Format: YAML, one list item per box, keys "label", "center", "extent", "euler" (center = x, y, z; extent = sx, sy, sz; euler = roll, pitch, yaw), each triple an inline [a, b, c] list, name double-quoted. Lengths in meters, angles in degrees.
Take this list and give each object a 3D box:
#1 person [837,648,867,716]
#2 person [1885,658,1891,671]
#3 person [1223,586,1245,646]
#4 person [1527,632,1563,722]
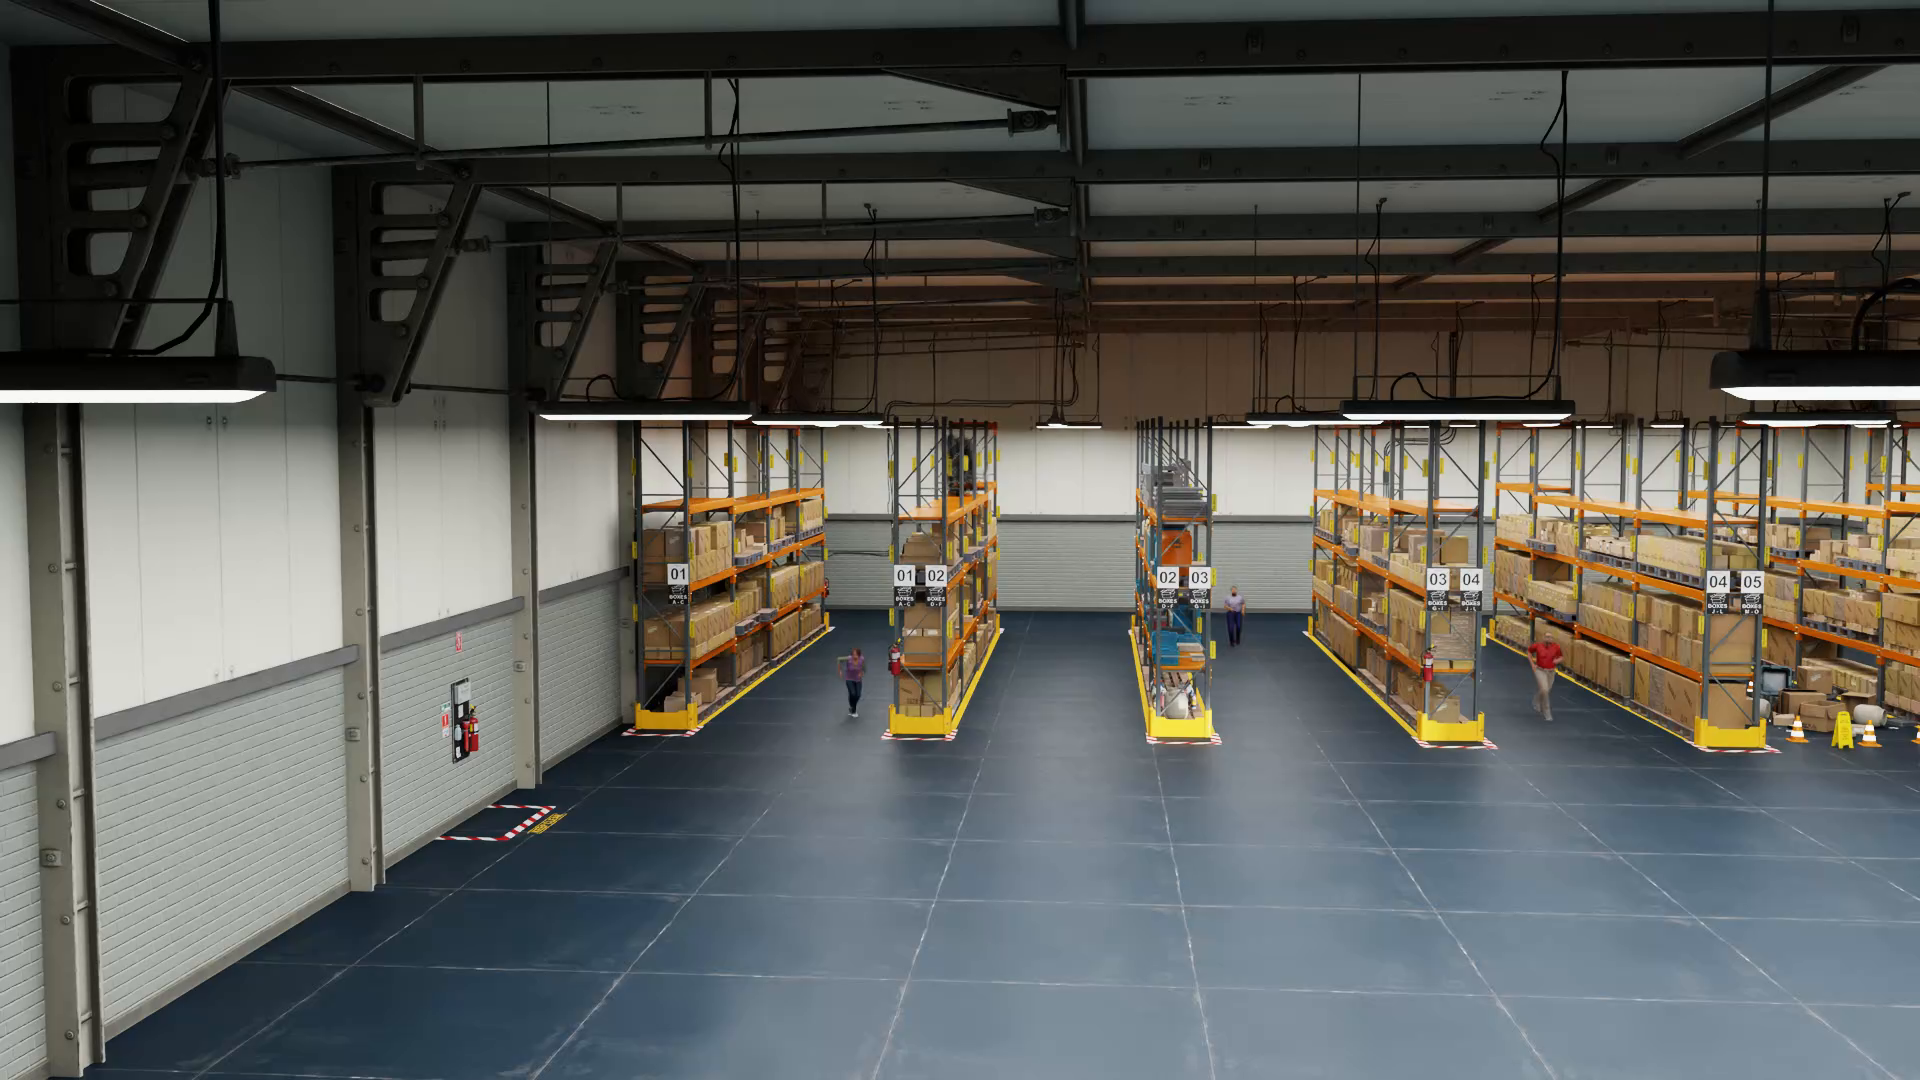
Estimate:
- label: "person"
  center: [-2.159, 2.838, 33.176]
  extent: [0.566, 1.431, 0.830]
  euler: [-1, 4, -12]
- label: "person"
  center: [21.228, 2.456, 38.177]
  extent: [0.573, 1.567, 0.476]
  euler: [0, 4, -4]
- label: "person"
  center: [7.304, 2.029, 44.214]
  extent: [0.593, 1.609, 0.577]
  euler: [0, 4, 5]
- label: "person"
  center: [11.716, 2.716, 33.296]
  extent: [0.613, 1.792, 1.017]
  euler: [-1, 4, -9]
